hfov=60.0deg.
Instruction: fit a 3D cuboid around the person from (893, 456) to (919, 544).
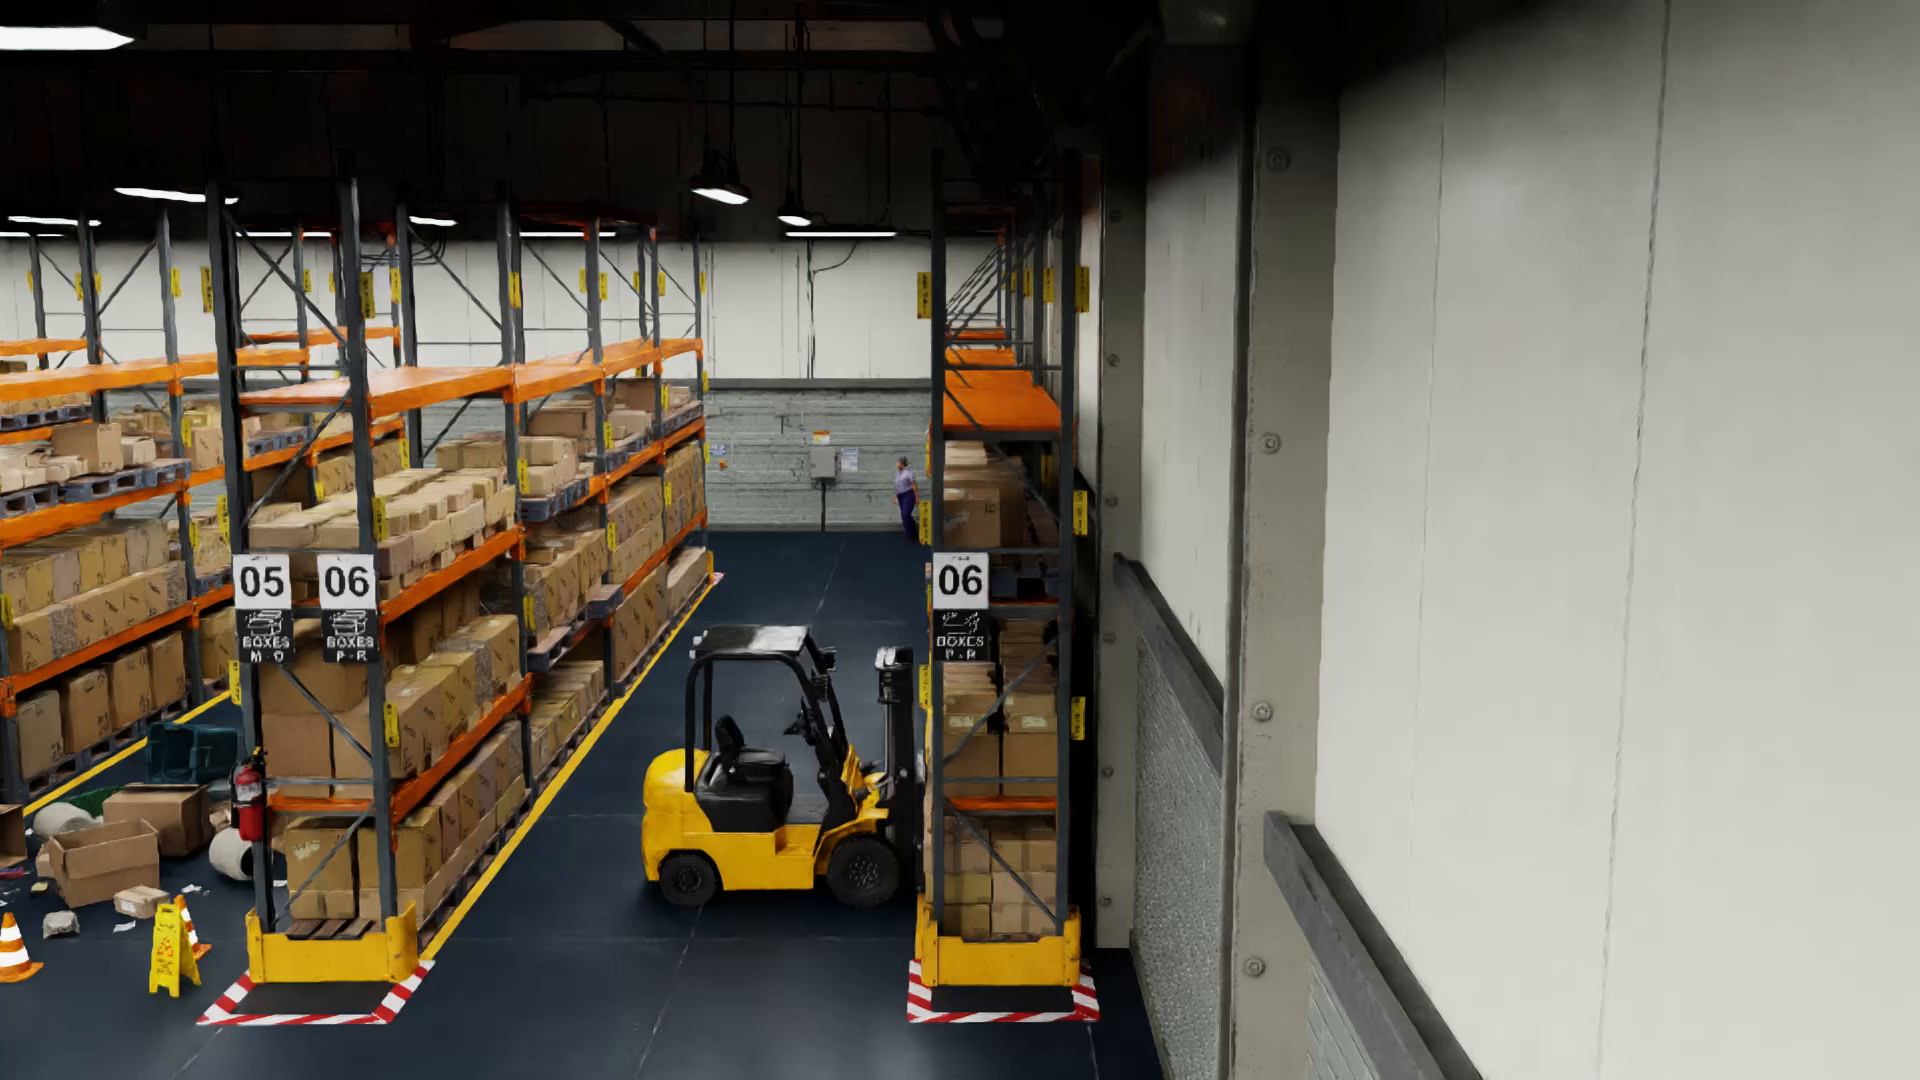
[{"bbox_3d":[-1.012,-0.788,32.280,0.470,1.672,0.607,-6,11,-35],"label":"person"}]
